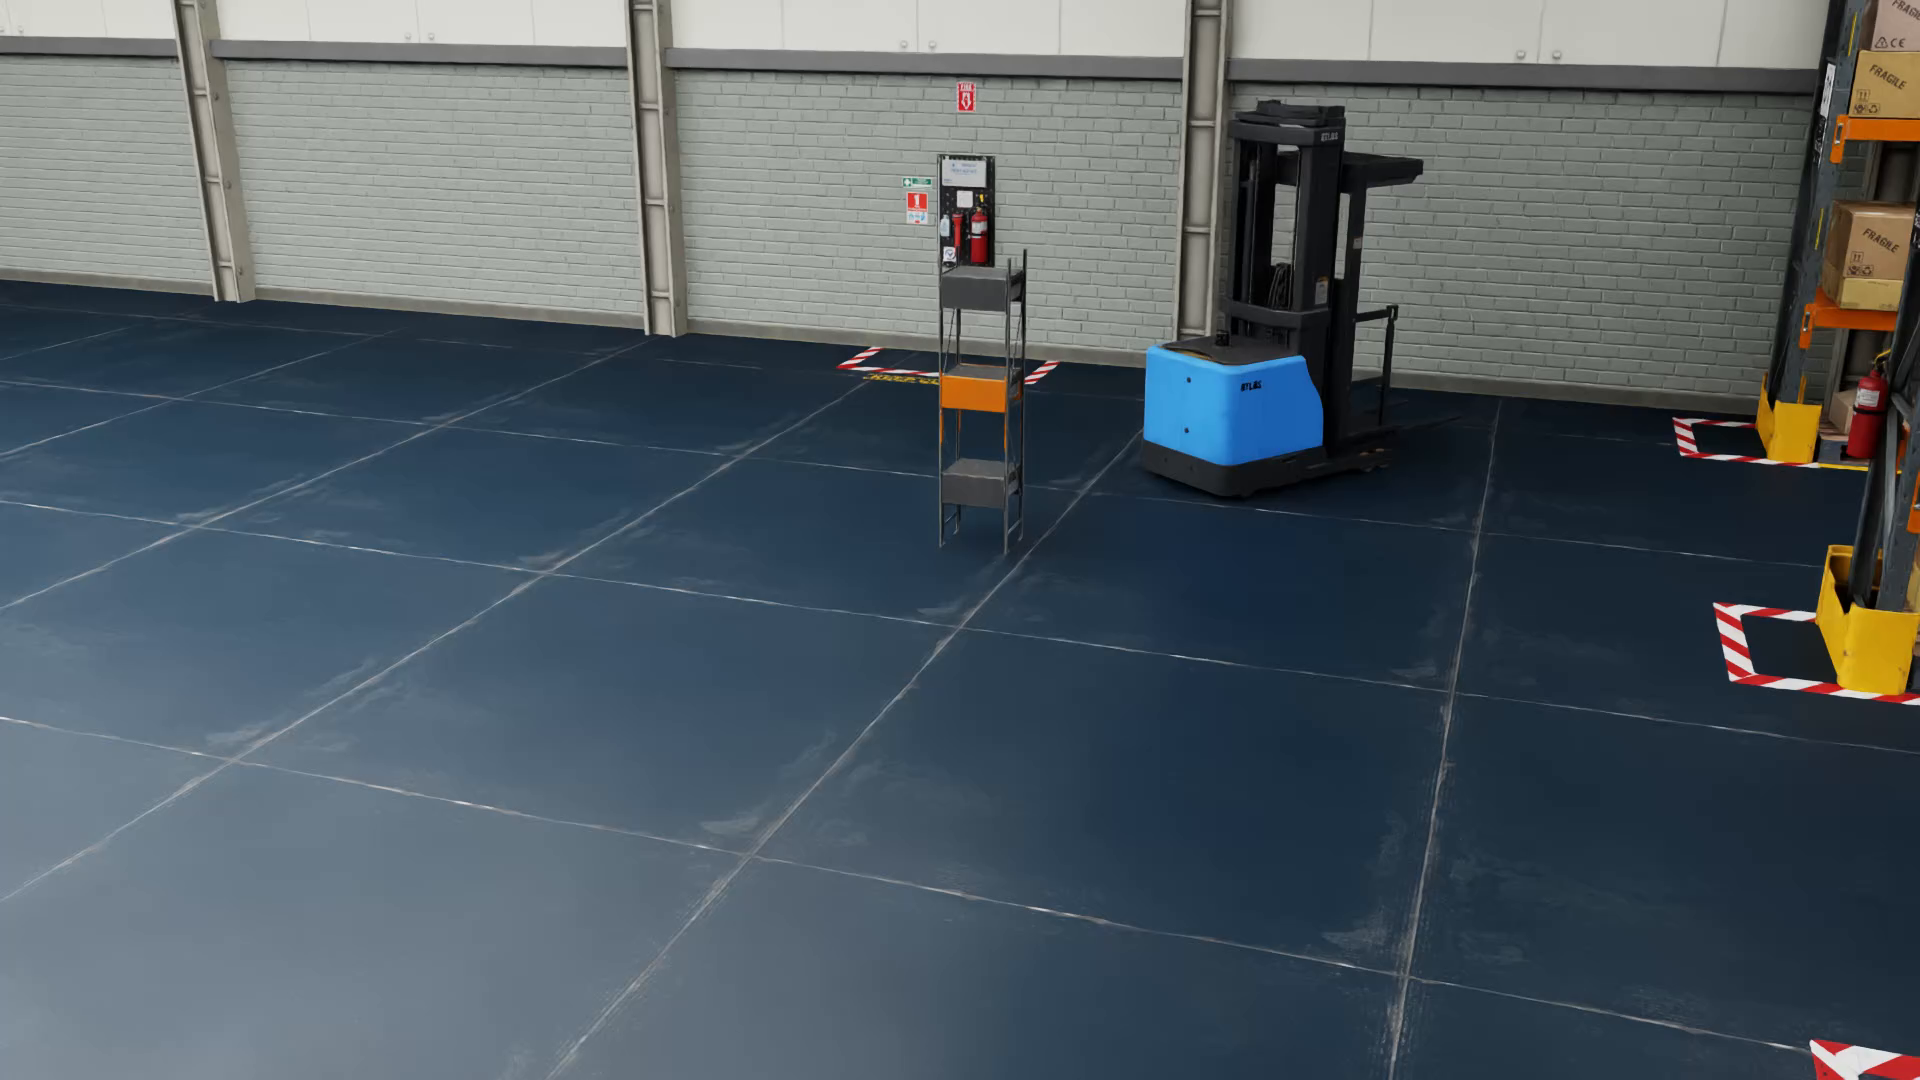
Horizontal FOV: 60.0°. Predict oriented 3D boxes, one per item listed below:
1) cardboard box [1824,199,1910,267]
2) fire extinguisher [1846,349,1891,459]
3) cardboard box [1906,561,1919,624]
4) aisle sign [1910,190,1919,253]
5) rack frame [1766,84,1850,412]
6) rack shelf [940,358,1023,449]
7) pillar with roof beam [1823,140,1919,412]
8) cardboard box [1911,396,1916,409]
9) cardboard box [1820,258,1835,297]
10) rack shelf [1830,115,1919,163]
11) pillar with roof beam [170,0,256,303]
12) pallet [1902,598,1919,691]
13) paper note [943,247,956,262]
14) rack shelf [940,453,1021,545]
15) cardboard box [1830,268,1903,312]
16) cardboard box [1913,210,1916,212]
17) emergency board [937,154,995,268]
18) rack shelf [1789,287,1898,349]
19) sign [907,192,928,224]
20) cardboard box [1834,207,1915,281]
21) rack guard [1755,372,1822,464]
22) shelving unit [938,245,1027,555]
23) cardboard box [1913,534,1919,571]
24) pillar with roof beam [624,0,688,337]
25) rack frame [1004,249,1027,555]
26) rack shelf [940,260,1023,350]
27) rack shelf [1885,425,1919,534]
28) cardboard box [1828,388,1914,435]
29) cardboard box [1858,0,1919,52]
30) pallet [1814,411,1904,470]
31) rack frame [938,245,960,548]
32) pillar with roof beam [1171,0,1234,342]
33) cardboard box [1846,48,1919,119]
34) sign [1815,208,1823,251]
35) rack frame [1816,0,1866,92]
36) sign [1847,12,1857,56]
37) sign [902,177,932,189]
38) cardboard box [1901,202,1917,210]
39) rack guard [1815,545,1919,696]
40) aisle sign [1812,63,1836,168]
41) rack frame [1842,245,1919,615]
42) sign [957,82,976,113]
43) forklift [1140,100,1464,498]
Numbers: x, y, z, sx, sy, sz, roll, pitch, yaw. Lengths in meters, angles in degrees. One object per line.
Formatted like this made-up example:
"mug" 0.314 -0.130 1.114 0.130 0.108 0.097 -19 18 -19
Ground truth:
"cardboard box" 7.598 -2.565 13.936 0.500 0.500 0.500 6 20 17
"fire extinguisher" 5.502 -0.837 10.038 0.183 0.674 0.296 7 20 18
"cardboard box" 6.065 0.350 10.055 0.500 0.250 0.500 7 20 18
"aisle sign" 5.496 -2.042 9.429 0.004 0.787 0.394 7 20 18
"rack frame" 7.083 -2.257 13.994 0.127 3.000 1.000 7 20 18
"rack shelf" 0.156 -0.961 11.684 0.480 0.518 0.431 7 20 18
"pillar with roof beam" 6.616 -3.945 9.721 0.400 9.000 9.100 7 20 18
"cardboard box" 8.246 -1.031 13.893 0.500 0.311 0.500 8 21 23
"cardboard box" 7.589 -2.205 14.044 0.500 0.250 0.500 7 20 19
"rack shelf" 8.973 -3.118 12.999 4.000 0.370 1.077 7 20 18
"pillar with roof beam" -10.387 -5.889 15.299 0.400 9.000 9.100 7 20 18
"pallet" 6.197 0.670 9.834 1.213 0.211 1.003 7 20 18
"paper note" -0.106 -3.002 17.469 0.142 0.148 0.016 7 20 18
"rack shelf" 0.156 -0.300 11.914 0.480 0.518 0.431 7 20 18
"cardboard box" 7.440 -2.044 13.581 0.500 0.250 0.500 6 20 16
"cardboard box" 7.899 -2.348 13.314 0.500 0.500 0.500 7 20 18
"emergency board" 0.039 -3.377 17.208 0.643 1.169 0.194 7 20 18
"rack shelf" 8.973 -1.701 13.493 4.000 0.370 1.077 7 20 18
"sign" -0.450 -3.486 17.465 0.234 0.329 0.001 7 20 18
"cardboard box" 7.436 -2.405 13.476 0.500 0.500 0.500 7 20 18
"rack guard" 7.155 -1.069 14.382 0.348 0.500 1.175 7 20 18
"shelving unit" 0.156 -0.974 11.679 0.503 2.100 0.431 7 20 18
"cardboard box" 6.065 -0.005 9.934 0.500 0.500 0.500 7 20 18
"pillar with roof beam" -4.720 -5.241 13.440 0.400 9.000 9.100 7 20 18
"rack frame" 0.387 -0.947 11.604 0.015 2.100 0.400 7 20 18
"rack shelf" 0.156 -1.622 11.453 0.480 0.518 0.431 7 20 18
"rack shelf" 7.350 -0.161 9.073 4.000 0.370 1.077 7 20 18
"cardboard box" 7.707 -1.092 14.070 0.500 0.311 0.500 4 20 12
"cardboard box" 7.368 -4.085 12.980 0.500 0.500 0.500 5 20 14
"pallet" 7.911 -0.833 14.146 1.213 0.211 1.003 7 20 18
"rack frame" -0.074 -1.000 11.755 0.015 2.100 0.400 7 20 18
"pillar with roof beam" 0.948 -4.593 11.581 0.400 9.000 9.100 7 20 18
"cardboard box" 7.317 -3.616 13.154 0.500 0.500 0.500 7 20 19
"sign" 6.905 -2.497 13.368 0.005 0.325 0.100 7 20 18
"rack frame" 7.083 -5.090 13.007 0.127 3.000 1.000 7 20 18
"sign" 6.905 -3.917 12.873 0.005 0.325 0.100 7 20 18
"sign" -0.448 -3.733 17.369 0.331 0.109 0.001 7 20 18
"cardboard box" 8.071 -2.508 13.771 0.500 0.500 0.500 7 20 19
"rack guard" 5.439 0.461 9.993 0.348 0.500 1.175 7 20 18
"aisle sign" 6.917 -3.399 13.321 0.004 0.787 0.394 7 20 18
"rack frame" 5.461 -0.716 9.574 0.127 3.000 1.000 7 20 18
"sign" 0.064 -4.504 16.918 0.199 0.298 0.001 7 20 18
"forklift" 2.974 -2.069 13.560 3.031 2.935 1.130 -13 23 -33
